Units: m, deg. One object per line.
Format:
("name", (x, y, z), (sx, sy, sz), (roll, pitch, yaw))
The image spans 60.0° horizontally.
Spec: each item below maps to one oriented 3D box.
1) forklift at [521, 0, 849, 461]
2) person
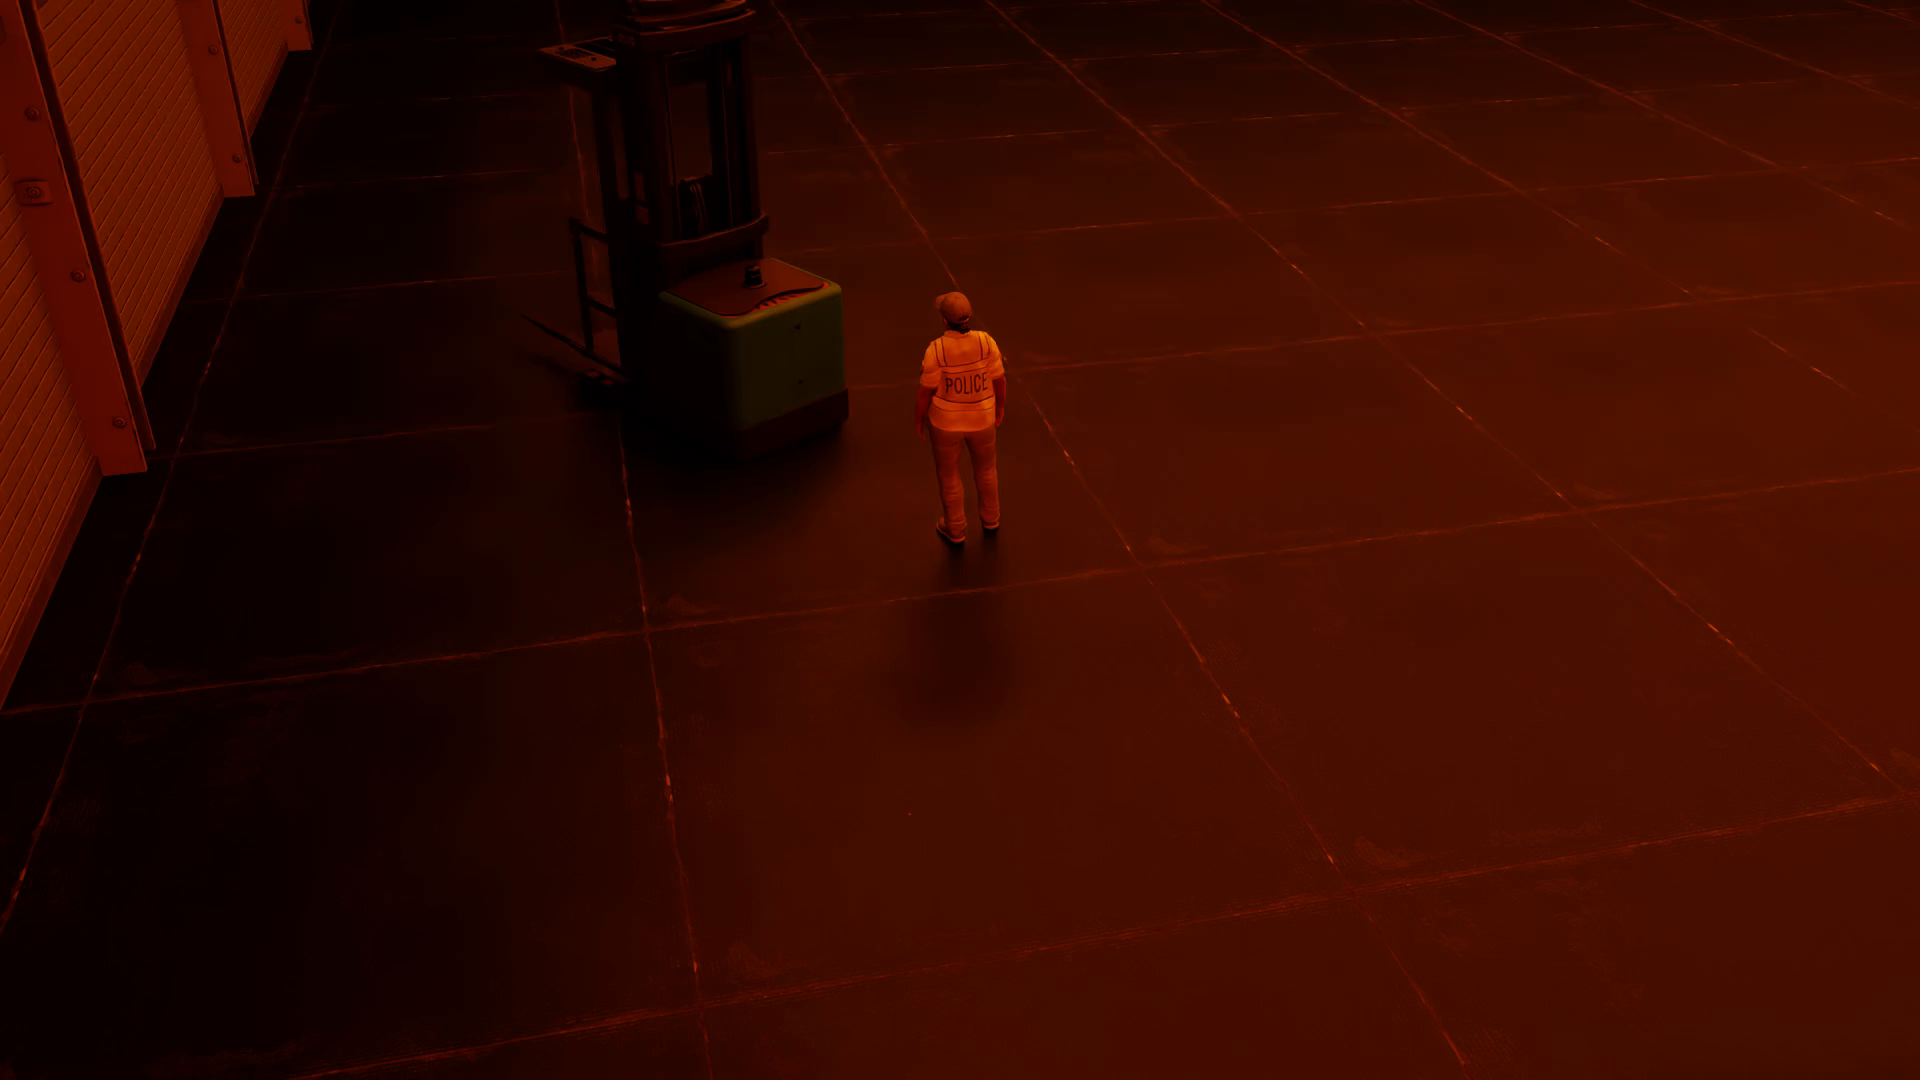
("forklift", (-2.180, -2.446, 11.800), (1.130, 2.935, 3.031), (-26, 39, -37))
("person", (0.004, -0.768, 10.147), (0.598, 1.670, 0.529), (-7, 31, -12))
